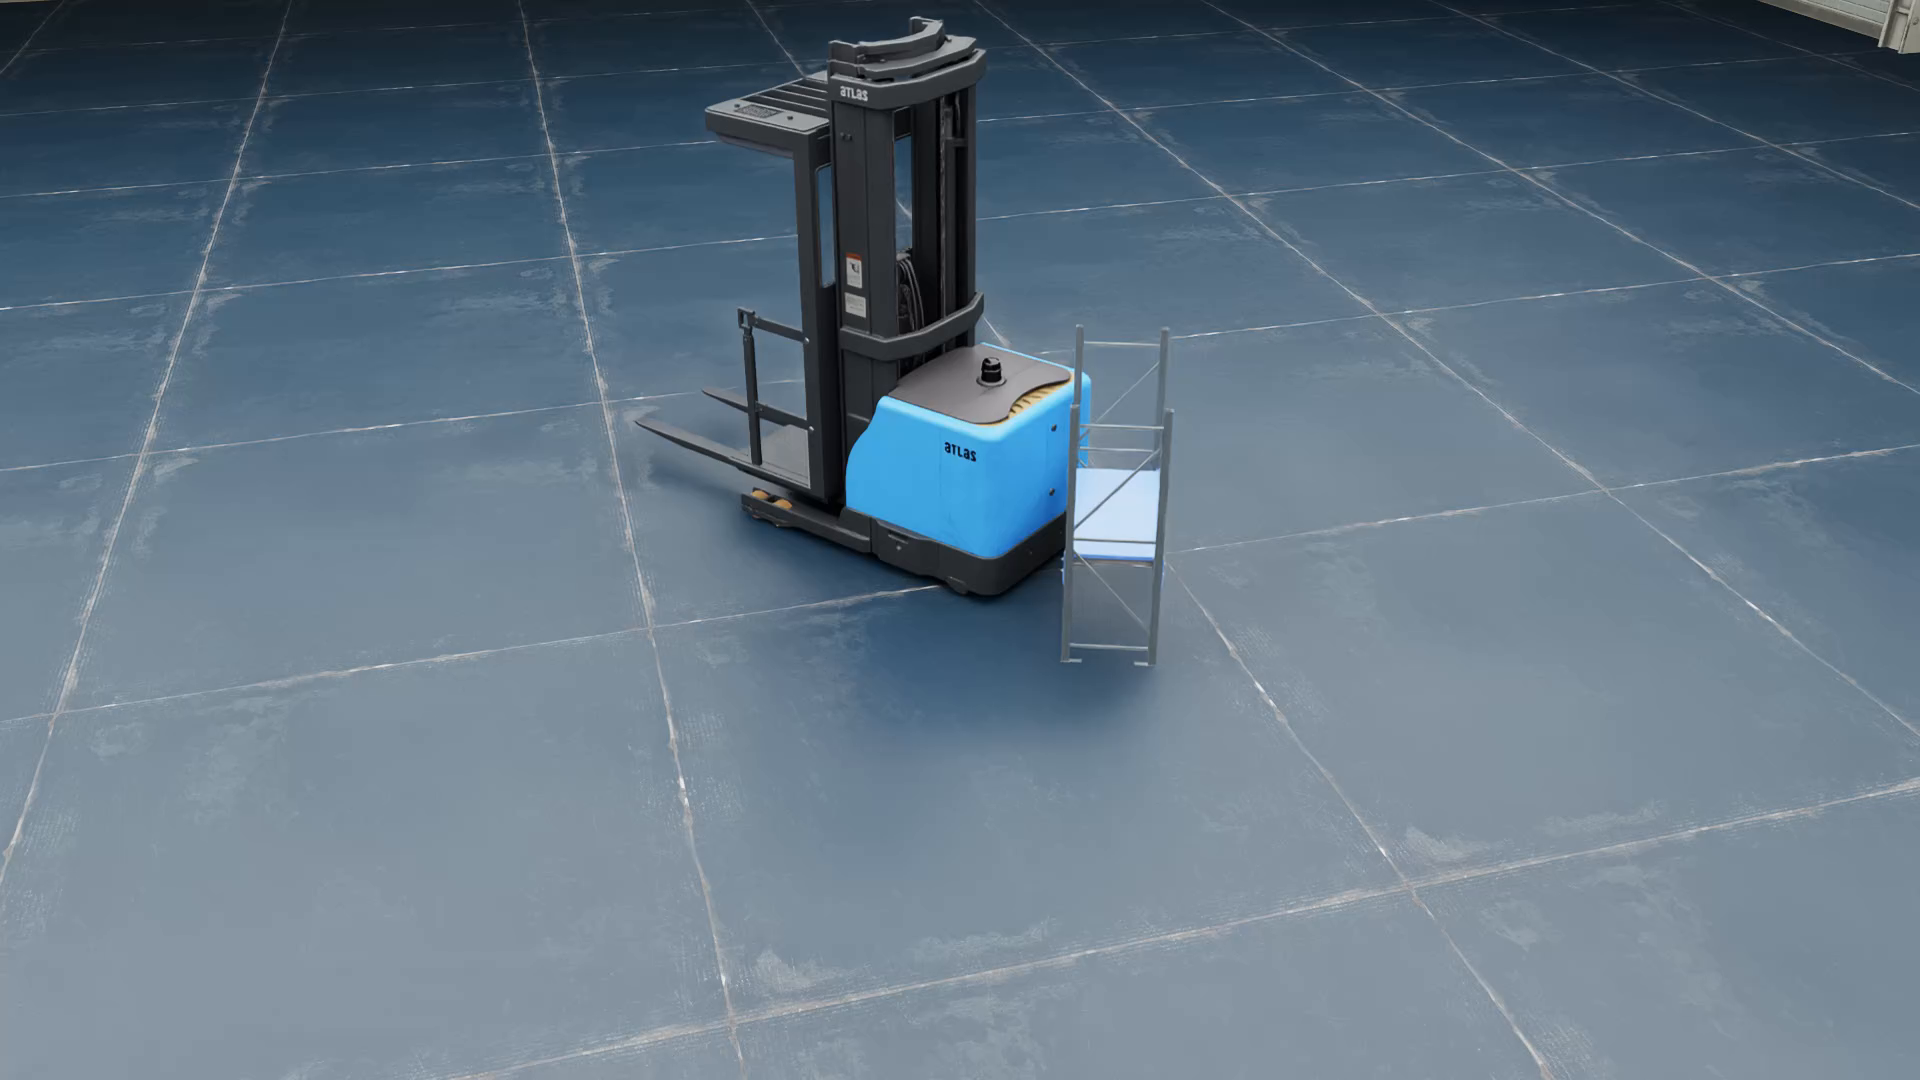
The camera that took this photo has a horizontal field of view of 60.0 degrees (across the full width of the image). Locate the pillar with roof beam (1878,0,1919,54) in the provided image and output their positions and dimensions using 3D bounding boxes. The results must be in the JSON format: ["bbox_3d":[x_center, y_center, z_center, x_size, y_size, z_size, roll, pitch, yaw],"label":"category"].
[{"bbox_3d":[7.361,-9.338,17.131,9.100,9.000,0.400,-8,31,-13],"label":"pillar with roof beam"}]

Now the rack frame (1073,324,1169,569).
[{"bbox_3d":[0.878,-0.499,9.346,0.500,1.500,0.032,3,30,4],"label":"rack frame"}]

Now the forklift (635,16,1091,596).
[{"bbox_3d":[-0.719,-1.537,9.711,3.031,2.935,1.130,20,36,31],"label":"forklift"}]

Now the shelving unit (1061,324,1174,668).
[{"bbox_3d":[0.833,-0.246,8.908,0.538,1.500,1.048,3,30,4],"label":"shelving unit"}]

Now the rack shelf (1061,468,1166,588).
[{"bbox_3d":[0.833,-0.090,8.998,0.538,0.185,1.000,3,30,4],"label":"rack shelf"}]

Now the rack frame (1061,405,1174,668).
[{"bbox_3d":[0.788,0.008,8.470,0.500,1.500,0.032,3,30,4],"label":"rack frame"}]
